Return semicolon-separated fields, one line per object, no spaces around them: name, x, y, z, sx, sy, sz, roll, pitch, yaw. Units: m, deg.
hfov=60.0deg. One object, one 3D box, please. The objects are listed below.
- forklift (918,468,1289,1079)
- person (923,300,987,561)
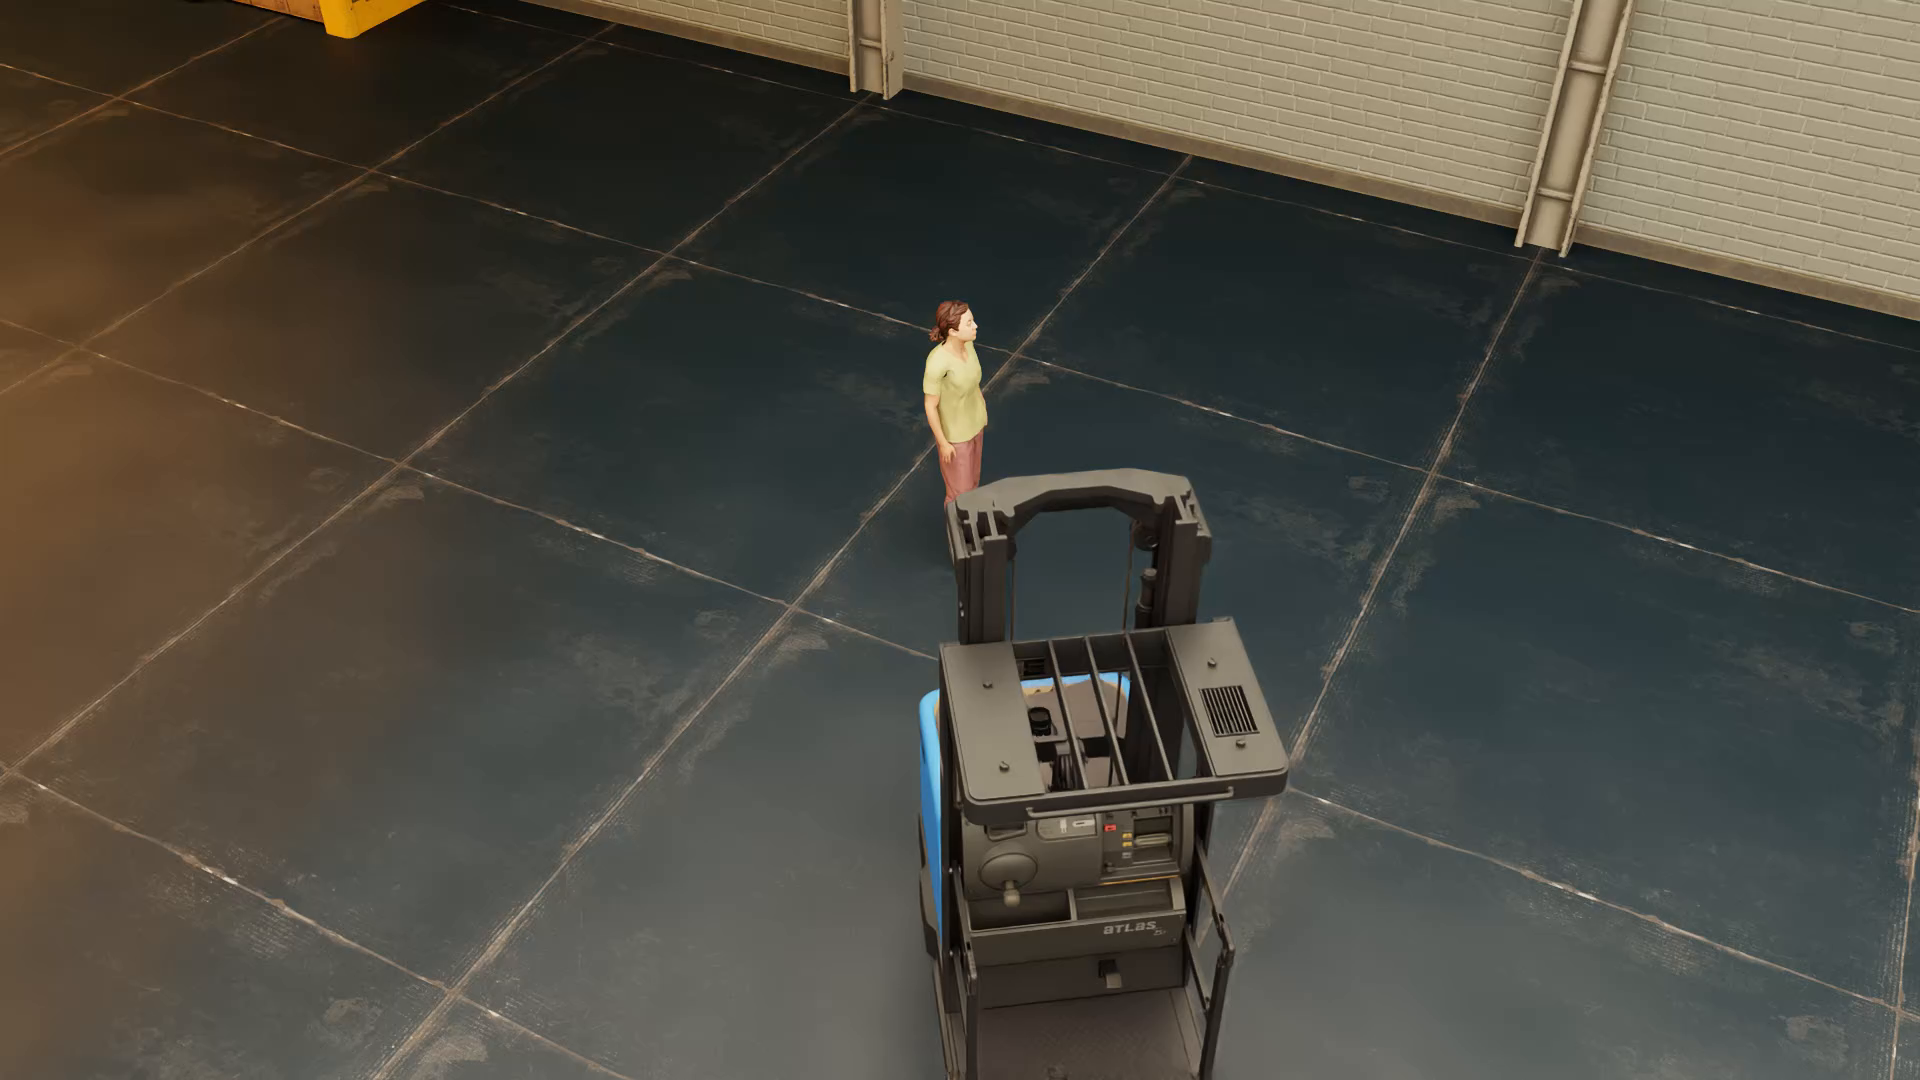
forklift;0.501;1.303;6.439;1.130;2.935;3.031;-5;40;-6
person;0.060;-0.618;9.684;0.549;1.675;0.555;18;43;21
